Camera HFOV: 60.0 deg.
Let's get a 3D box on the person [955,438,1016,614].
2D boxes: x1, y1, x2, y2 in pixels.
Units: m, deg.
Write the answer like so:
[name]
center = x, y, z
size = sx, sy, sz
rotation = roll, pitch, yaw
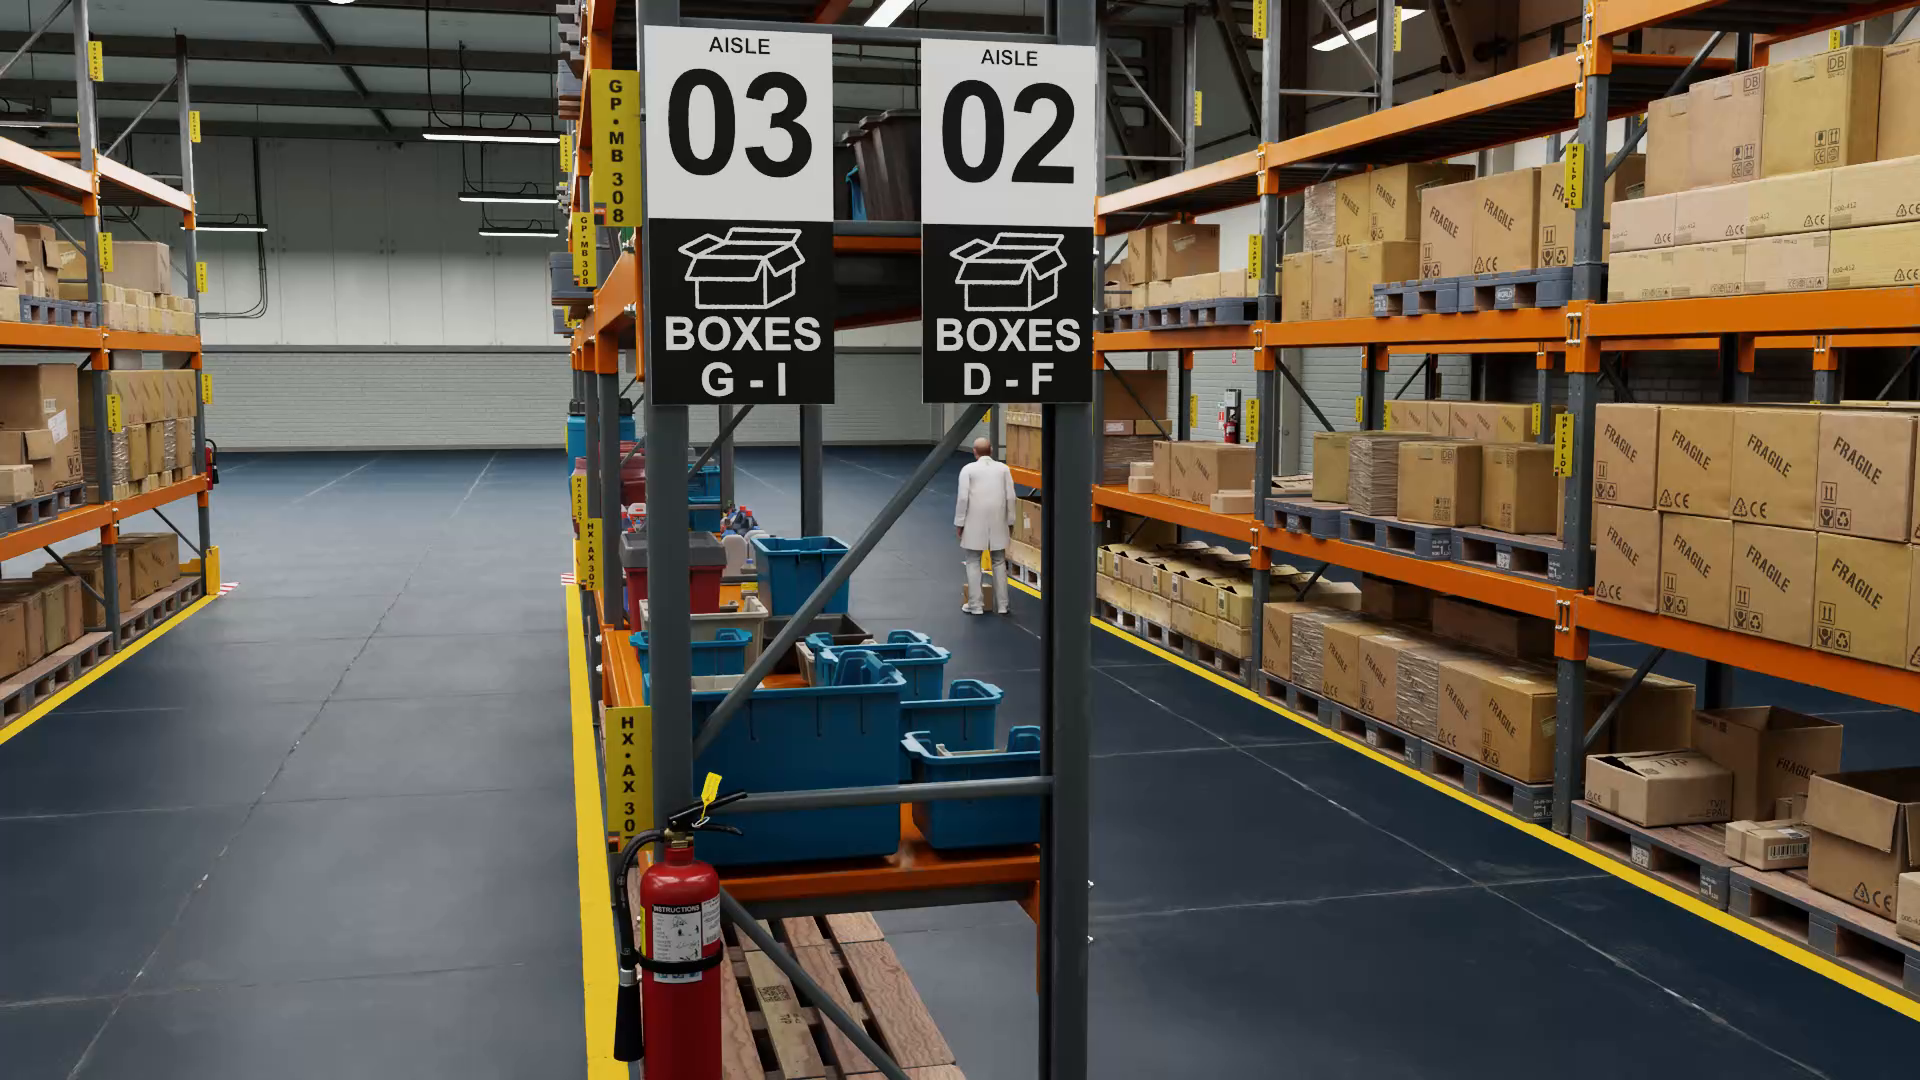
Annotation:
[person]
center = 0.258, -0.145, 16.771
size = 0.640, 1.773, 0.425
rotation = -1, 6, -14
